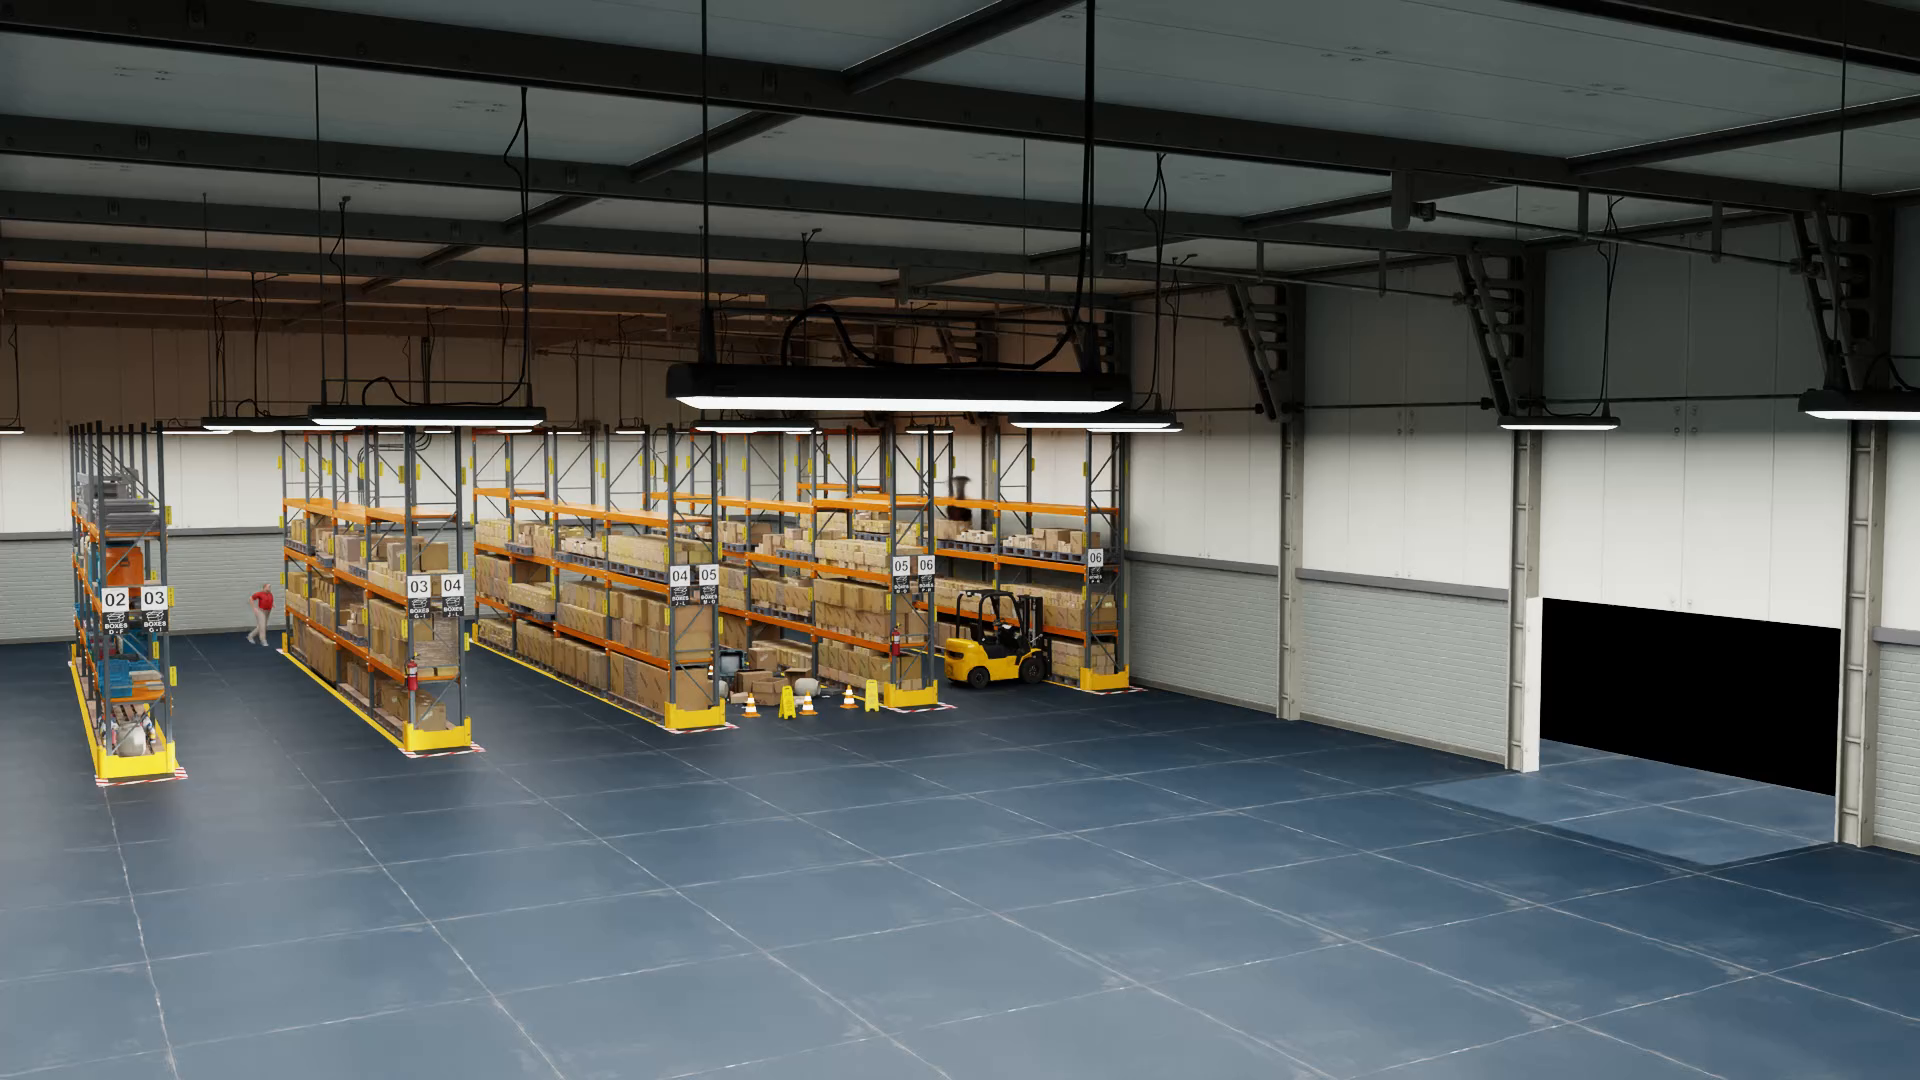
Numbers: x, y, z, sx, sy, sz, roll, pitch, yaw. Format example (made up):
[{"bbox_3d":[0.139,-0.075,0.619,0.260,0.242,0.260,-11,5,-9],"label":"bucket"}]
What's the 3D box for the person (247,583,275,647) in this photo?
[{"bbox_3d":[-19.160,2.037,45.713,0.934,1.679,0.744,1,4,20],"label":"person"}]
